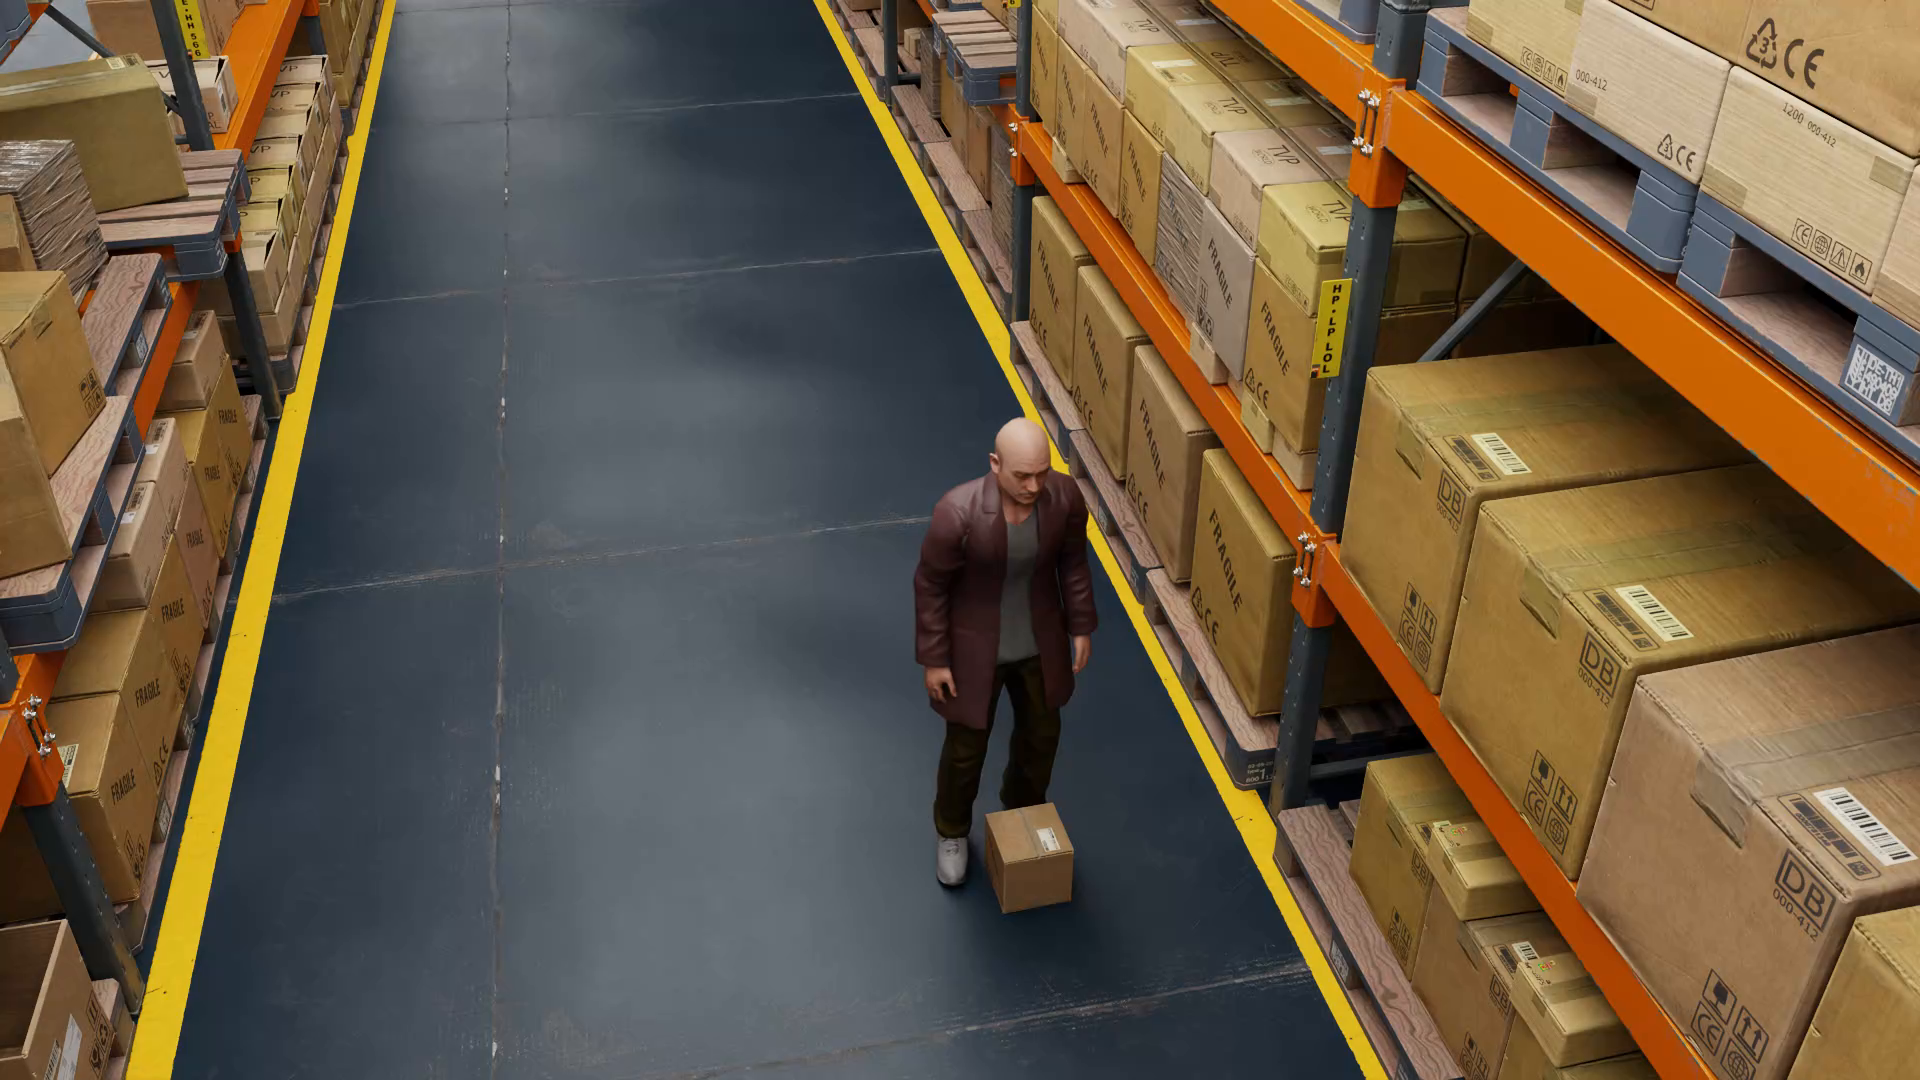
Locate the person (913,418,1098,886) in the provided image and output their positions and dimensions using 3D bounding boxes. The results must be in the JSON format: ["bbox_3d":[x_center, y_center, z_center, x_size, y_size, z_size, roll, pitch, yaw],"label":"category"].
[{"bbox_3d":[0.158,0.355,5.628,0.655,1.774,0.420,-11,35,-16],"label":"person"}]
